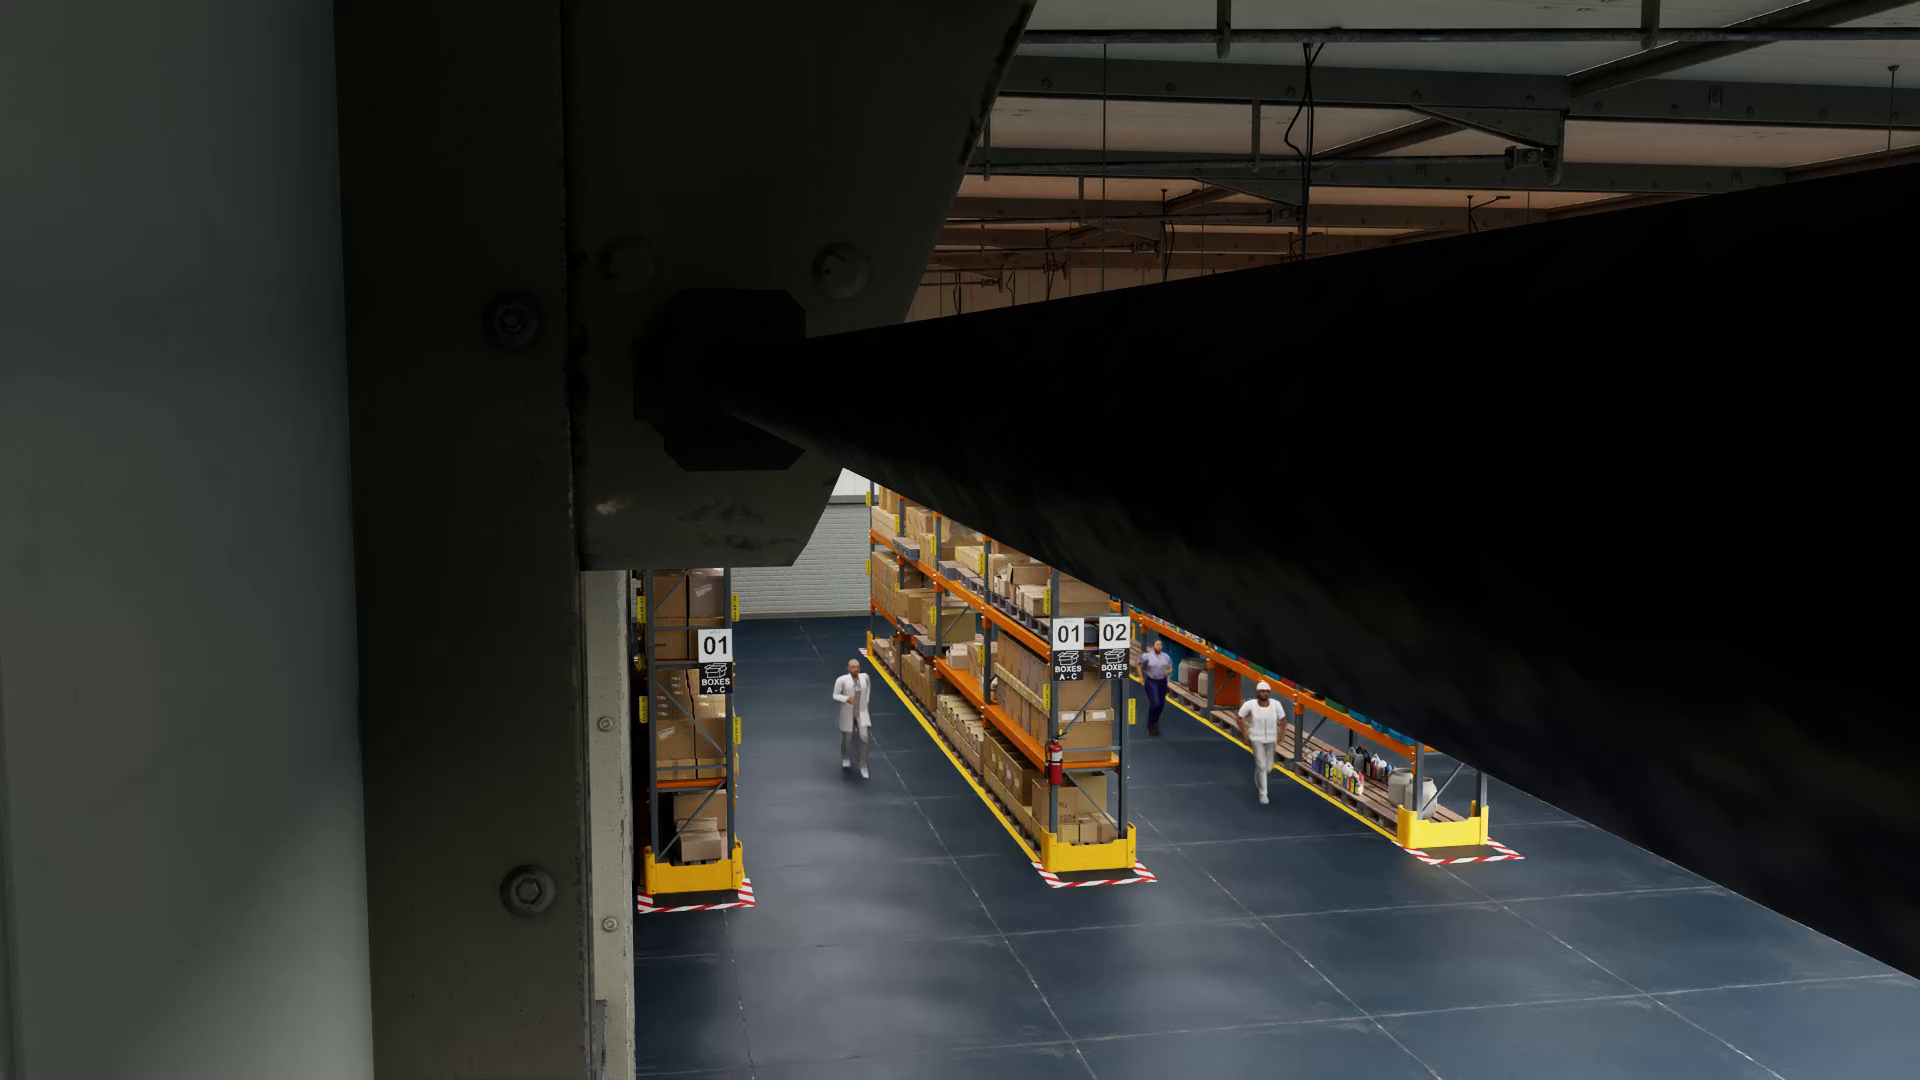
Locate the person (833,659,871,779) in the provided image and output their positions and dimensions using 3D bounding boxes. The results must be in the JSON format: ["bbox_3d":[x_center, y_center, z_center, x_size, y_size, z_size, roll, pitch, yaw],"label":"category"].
[{"bbox_3d":[-1.672,2.749,25.867,0.643,1.835,0.936,-2,6,-14],"label":"person"}]

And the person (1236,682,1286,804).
[{"bbox_3d":[4.429,2.928,24.403,0.717,1.752,0.820,-1,6,-7],"label":"person"}]

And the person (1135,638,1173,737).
[{"bbox_3d":[3.381,2.537,28.637,0.576,1.697,0.707,-2,6,-19],"label":"person"}]
